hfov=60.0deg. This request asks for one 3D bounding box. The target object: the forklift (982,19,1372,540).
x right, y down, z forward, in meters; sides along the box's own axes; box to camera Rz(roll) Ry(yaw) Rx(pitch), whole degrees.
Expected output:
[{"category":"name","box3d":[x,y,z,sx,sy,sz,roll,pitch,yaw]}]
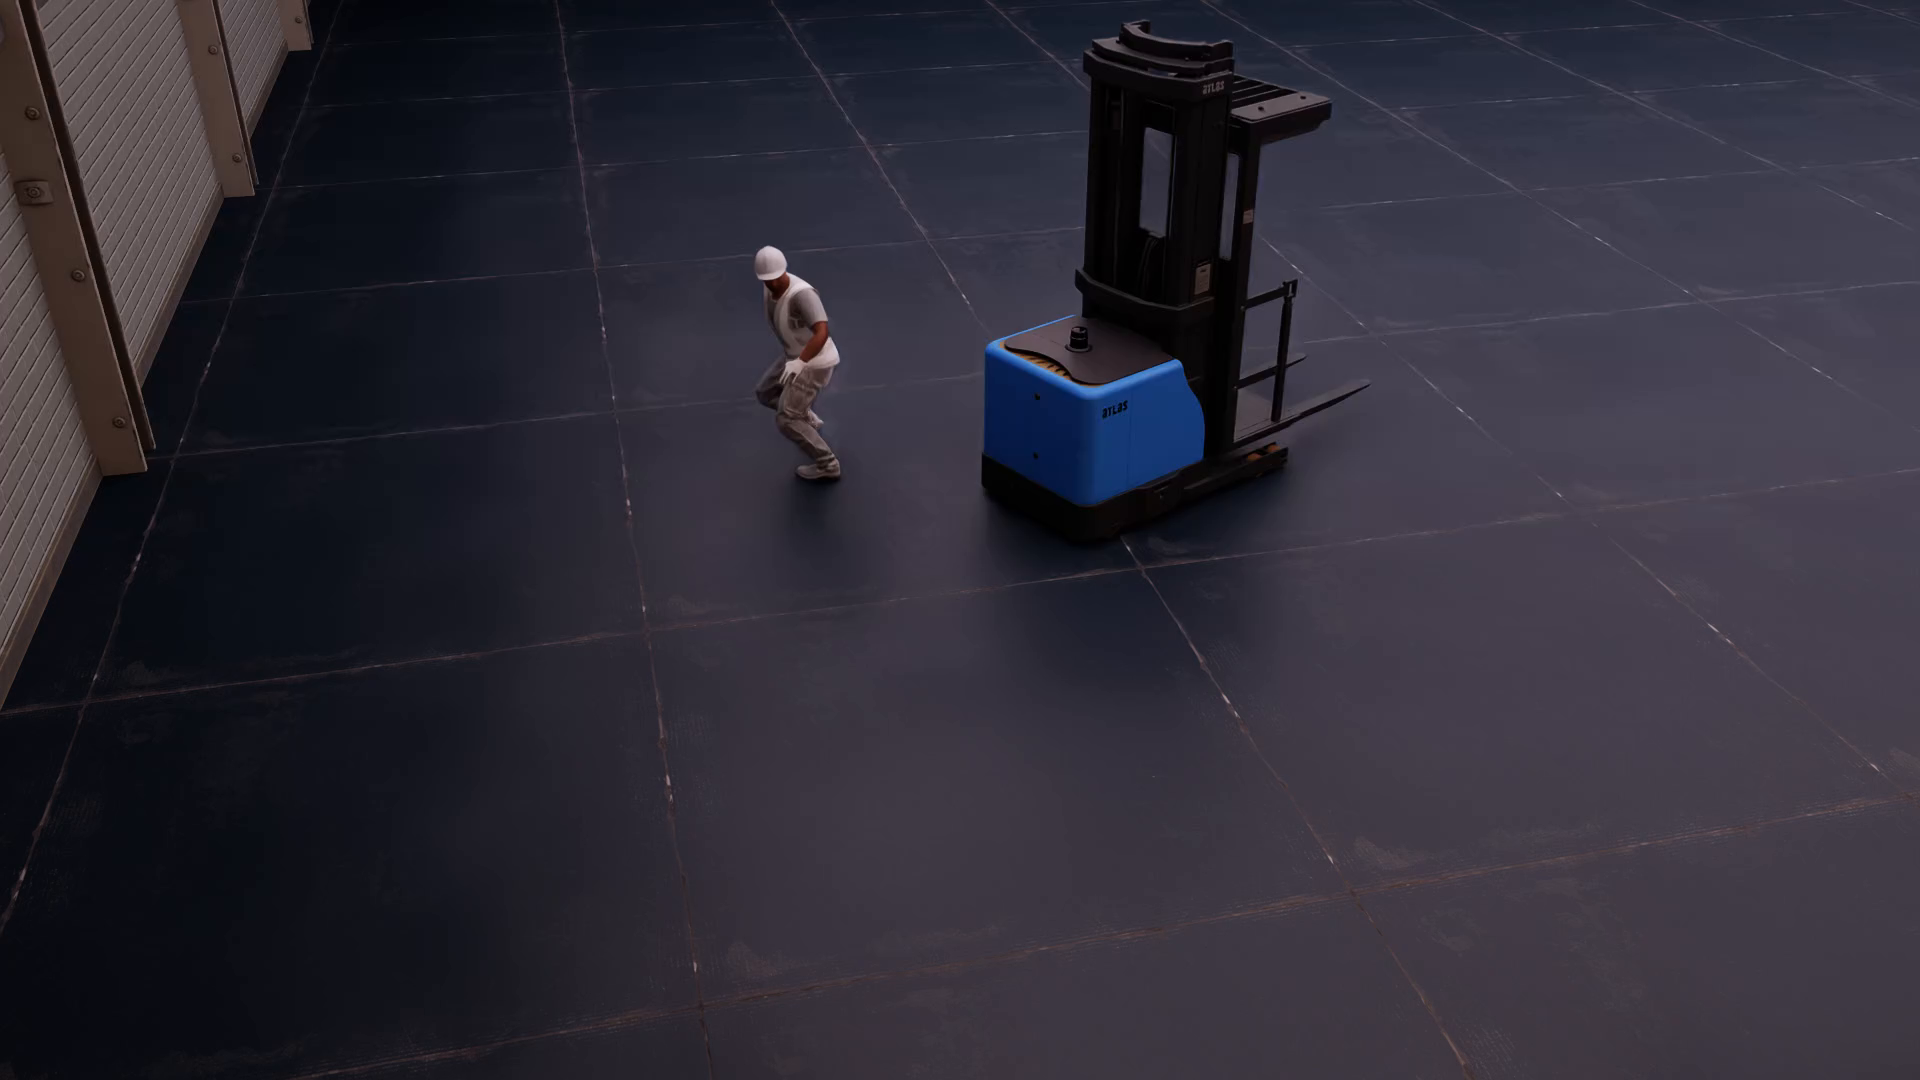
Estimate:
[{"category":"forklift","box3d":[1.601,-1.867,10.799,3.031,2.935,1.130,-22,37,-33]}]

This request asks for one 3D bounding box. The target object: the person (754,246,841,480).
[{"category":"person","box3d":[-1.095,-1.203,11.052,0.518,1.659,1.044,-11,32,-19]}]
